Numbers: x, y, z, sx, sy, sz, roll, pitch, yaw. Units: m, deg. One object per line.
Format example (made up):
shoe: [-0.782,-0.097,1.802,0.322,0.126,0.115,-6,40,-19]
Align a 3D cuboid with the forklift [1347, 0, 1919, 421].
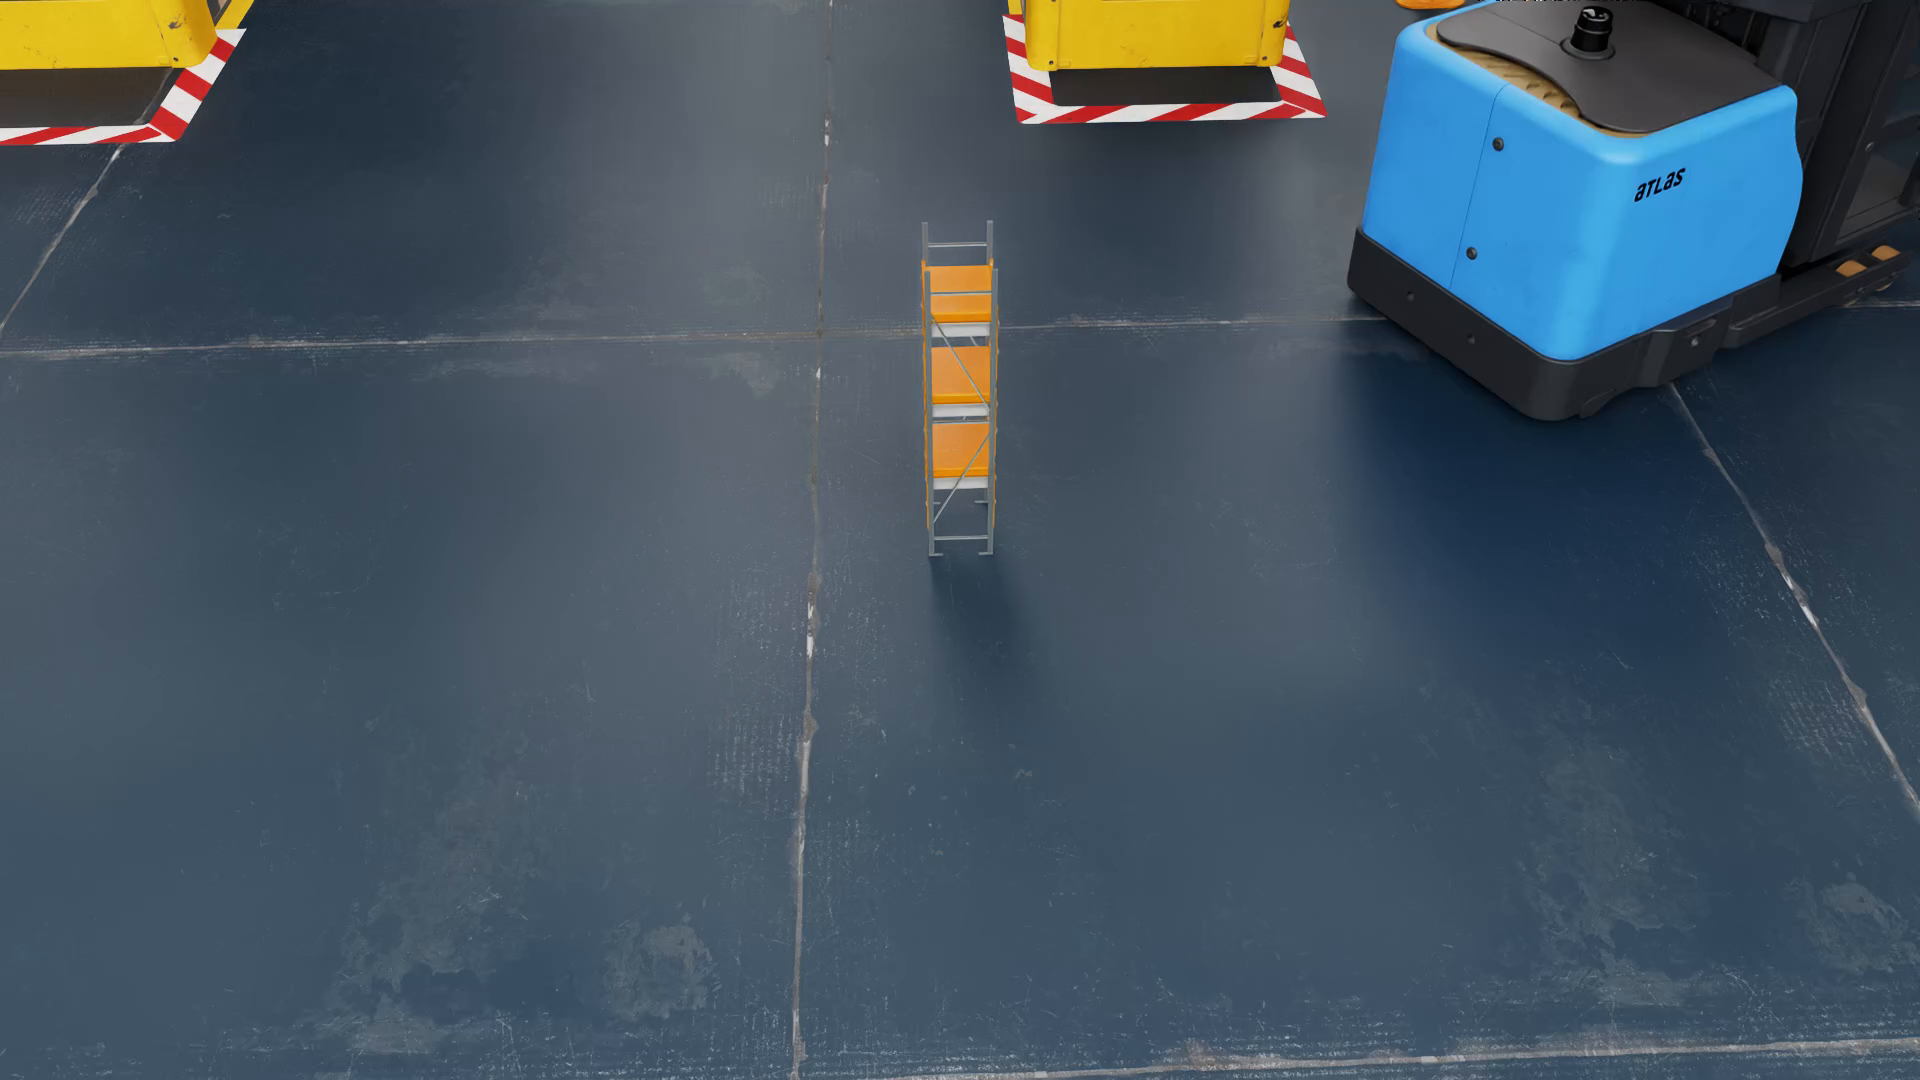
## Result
forklift: [2.965,-2.235,5.519,3.031,2.935,1.130,-22,47,-23]

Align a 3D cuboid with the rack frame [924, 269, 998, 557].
rack frame: [0.003,-0.341,4.845,0.200,1.050,0.008,-2,43,-2]

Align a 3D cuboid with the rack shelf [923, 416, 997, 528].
rack shelf: [-0.002,-0.210,5.130,0.215,0.259,0.240,-2,43,-2]

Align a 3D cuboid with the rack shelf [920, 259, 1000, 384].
rack shelf: [-0.002,-0.625,4.750,0.215,0.259,0.240,-2,43,-2]

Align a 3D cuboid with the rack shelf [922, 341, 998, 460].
rack shelf: [-0.002,-0.415,4.942,0.215,0.259,0.240,-2,43,-2]

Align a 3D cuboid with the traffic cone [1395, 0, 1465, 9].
traffic cone: [2.289,-2.857,8.024,0.336,0.463,0.334,-2,43,-2]

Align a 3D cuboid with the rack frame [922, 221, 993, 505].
rack frame: [-0.007,-0.506,5.025,0.200,1.050,0.008,-2,43,-2]

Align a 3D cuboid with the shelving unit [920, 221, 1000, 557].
shelving unit: [-0.002,-0.423,4.935,0.215,1.050,0.252,-2,43,-2]

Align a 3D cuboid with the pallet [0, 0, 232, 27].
pallet: [-4.069,-2.891,8.248,1.003,0.211,1.213,-2,43,-2]

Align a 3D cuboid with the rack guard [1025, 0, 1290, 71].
rack guard: [0.894,-2.455,7.558,1.175,0.500,0.348,-2,43,-2]

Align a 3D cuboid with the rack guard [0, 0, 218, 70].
rack guard: [-4.070,-2.448,7.551,1.175,0.500,0.348,-2,43,-2]

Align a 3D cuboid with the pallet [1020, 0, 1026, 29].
pallet: [0.781,-2.902,8.260,1.003,0.211,1.213,-2,43,-2]
